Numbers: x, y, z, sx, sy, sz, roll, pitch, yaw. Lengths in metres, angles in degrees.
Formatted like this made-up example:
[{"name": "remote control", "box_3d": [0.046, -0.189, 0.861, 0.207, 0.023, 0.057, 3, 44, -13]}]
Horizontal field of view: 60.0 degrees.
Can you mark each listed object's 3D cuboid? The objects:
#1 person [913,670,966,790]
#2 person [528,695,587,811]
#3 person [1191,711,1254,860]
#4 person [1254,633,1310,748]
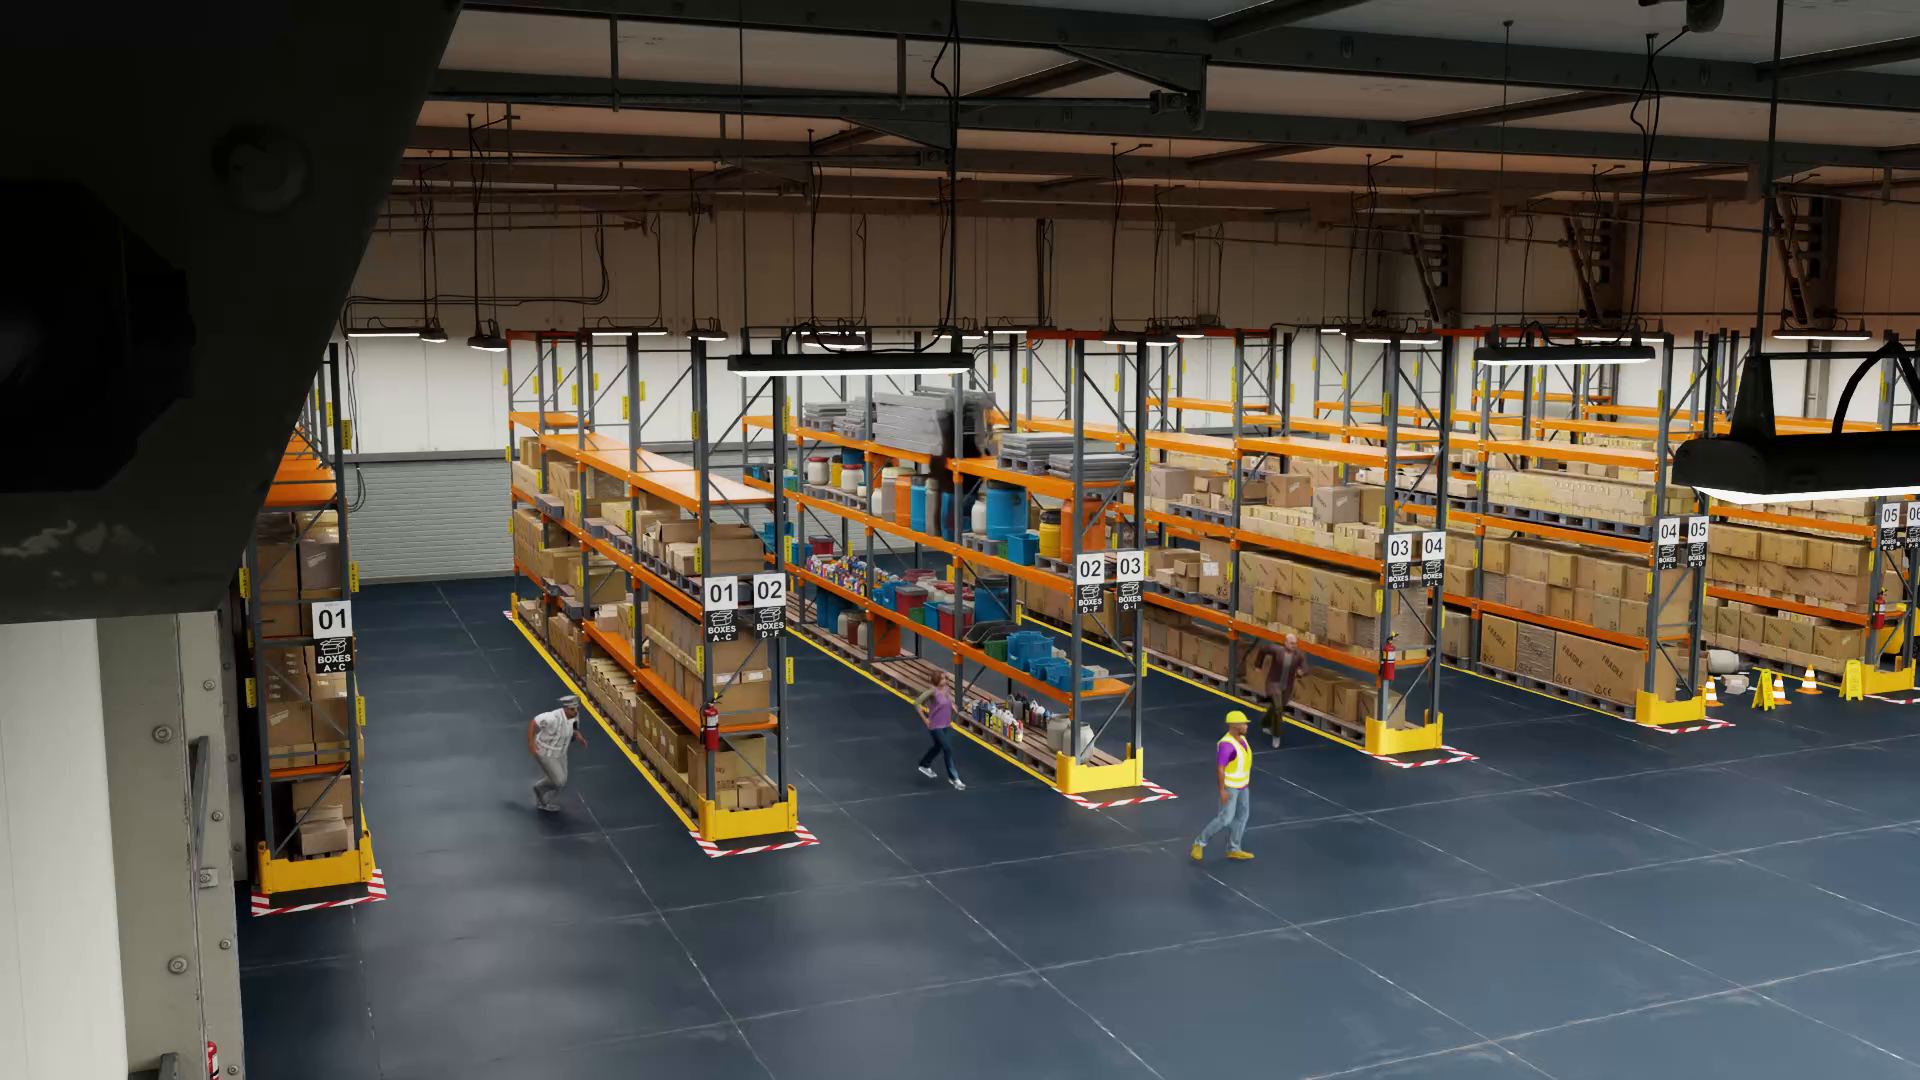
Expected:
[{"name": "person", "box_3d": [-0.313, 2.530, 22.249, 0.777, 1.599, 0.607, 5, 9, 34]}, {"name": "person", "box_3d": [-5.109, 2.713, 20.995, 0.848, 1.572, 0.700, 5, 9, 32]}, {"name": "person", "box_3d": [3.061, 2.855, 19.288, 0.616, 1.752, 0.771, 5, 9, 32]}, {"name": "person", "box_3d": [4.744, 2.154, 24.526, 0.685, 1.670, 1.114, -2, 8, -11]}]
